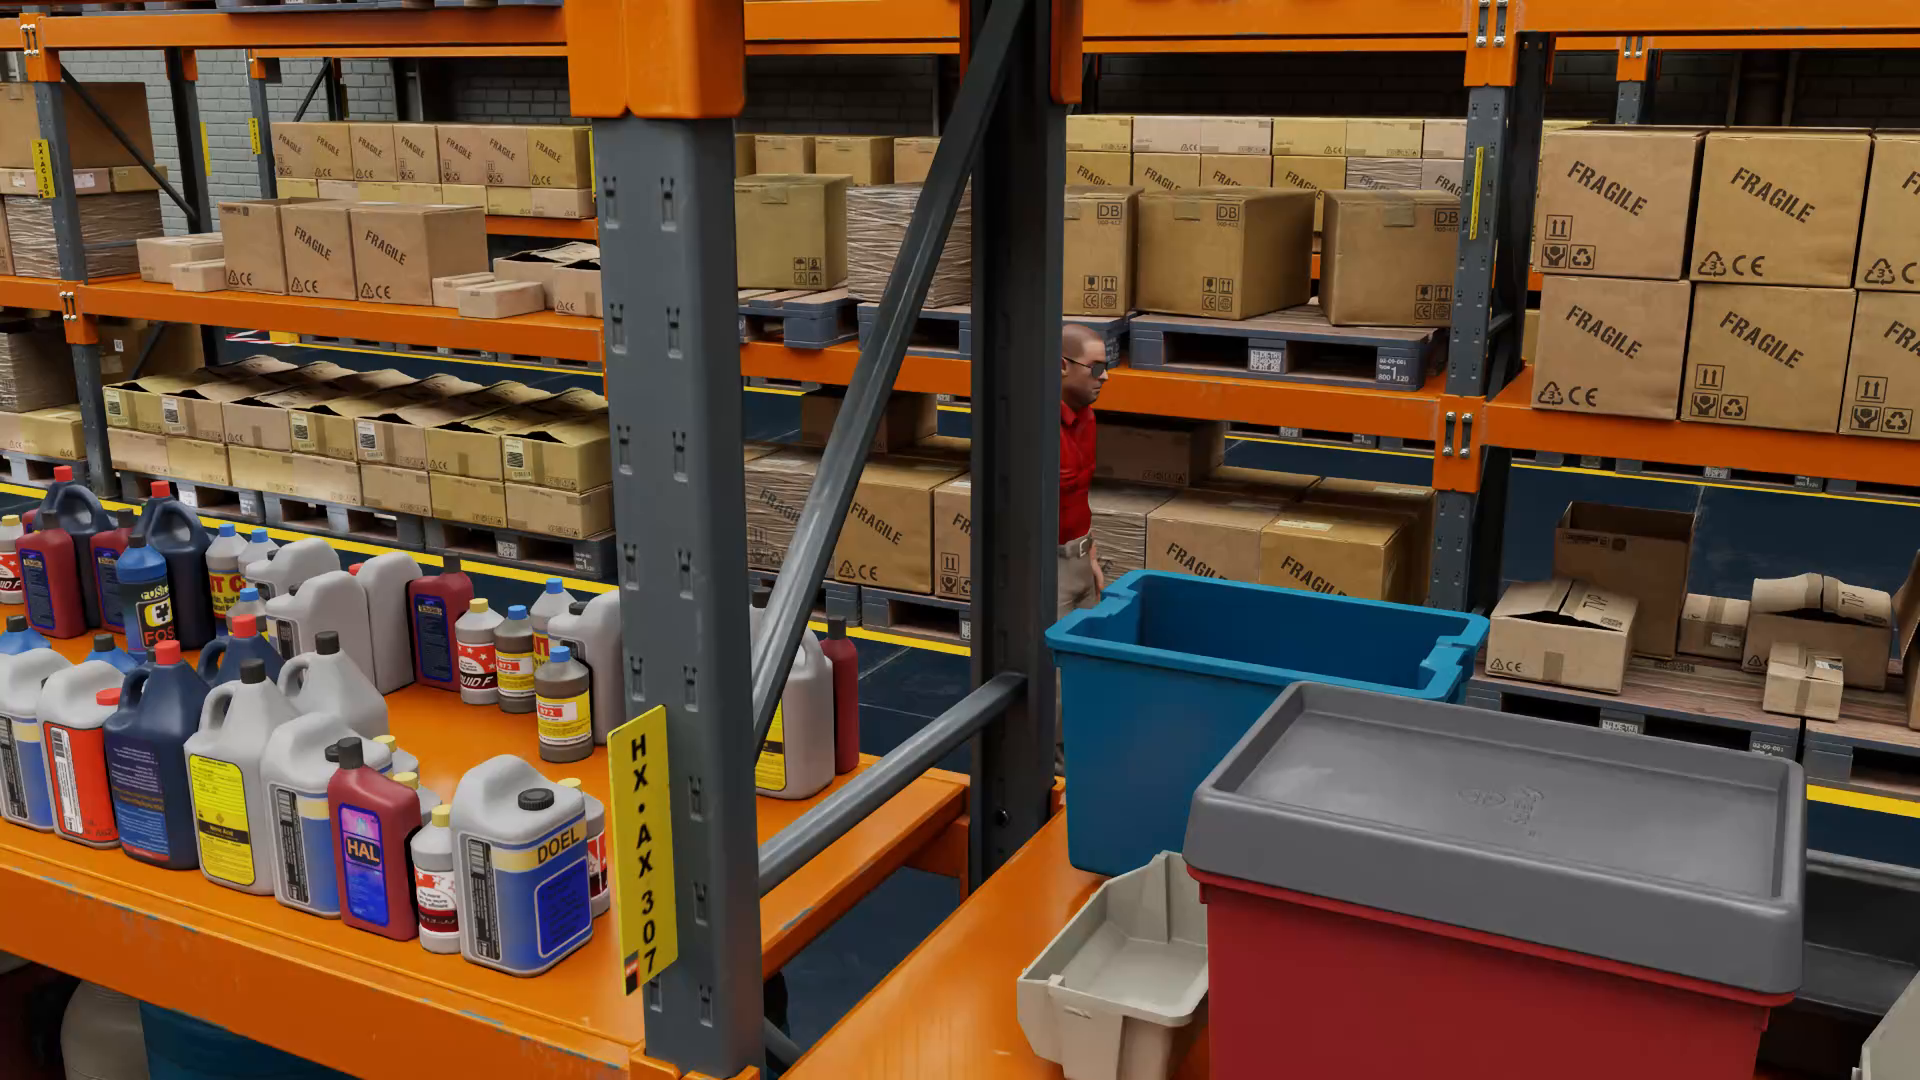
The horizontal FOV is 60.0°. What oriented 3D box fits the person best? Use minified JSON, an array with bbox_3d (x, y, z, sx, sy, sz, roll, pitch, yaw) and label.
[{"bbox_3d":[0.313,0.140,5.554,0.394,1.727,0.587,8,17,26],"label":"person"}]
